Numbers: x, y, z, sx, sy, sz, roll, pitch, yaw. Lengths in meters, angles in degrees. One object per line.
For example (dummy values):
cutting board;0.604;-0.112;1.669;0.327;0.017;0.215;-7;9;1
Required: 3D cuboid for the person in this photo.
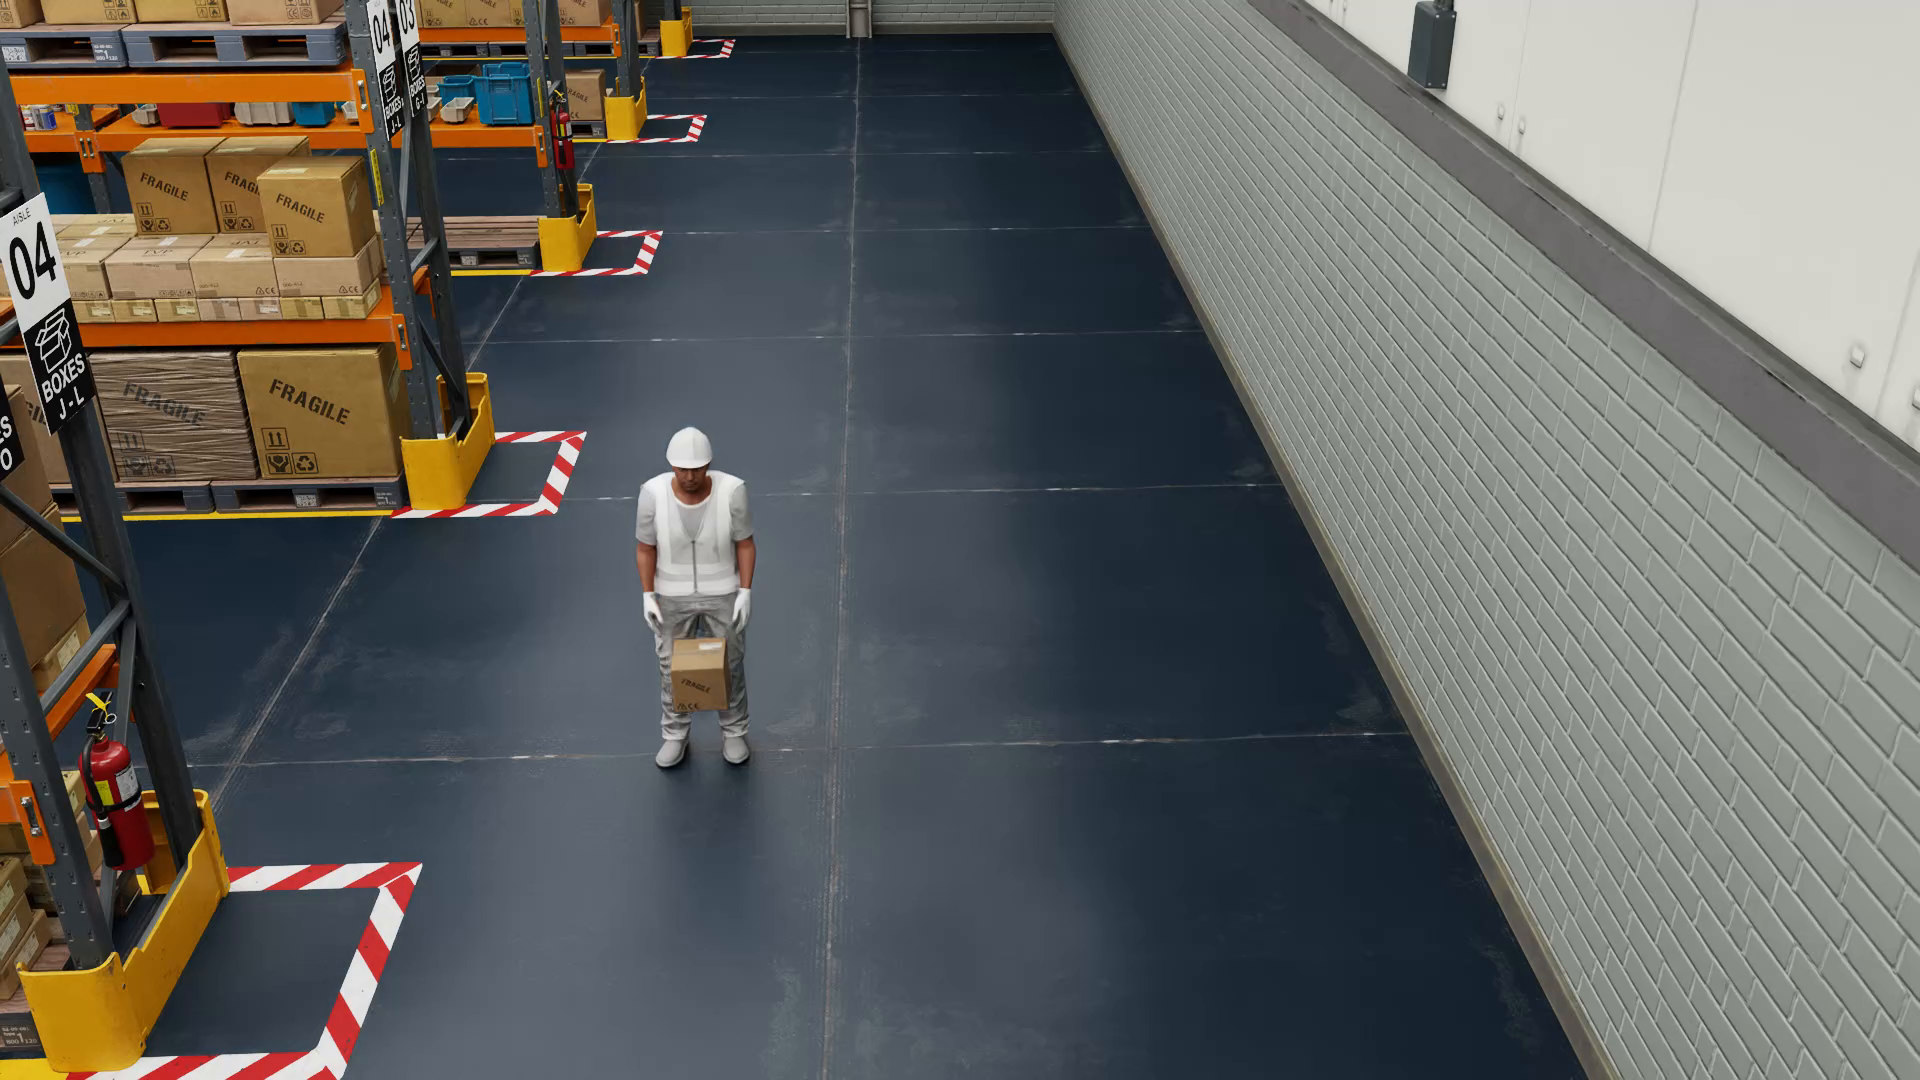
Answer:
person;-1.266;0.266;8.084;0.572;1.782;0.408;-2;27;-4
